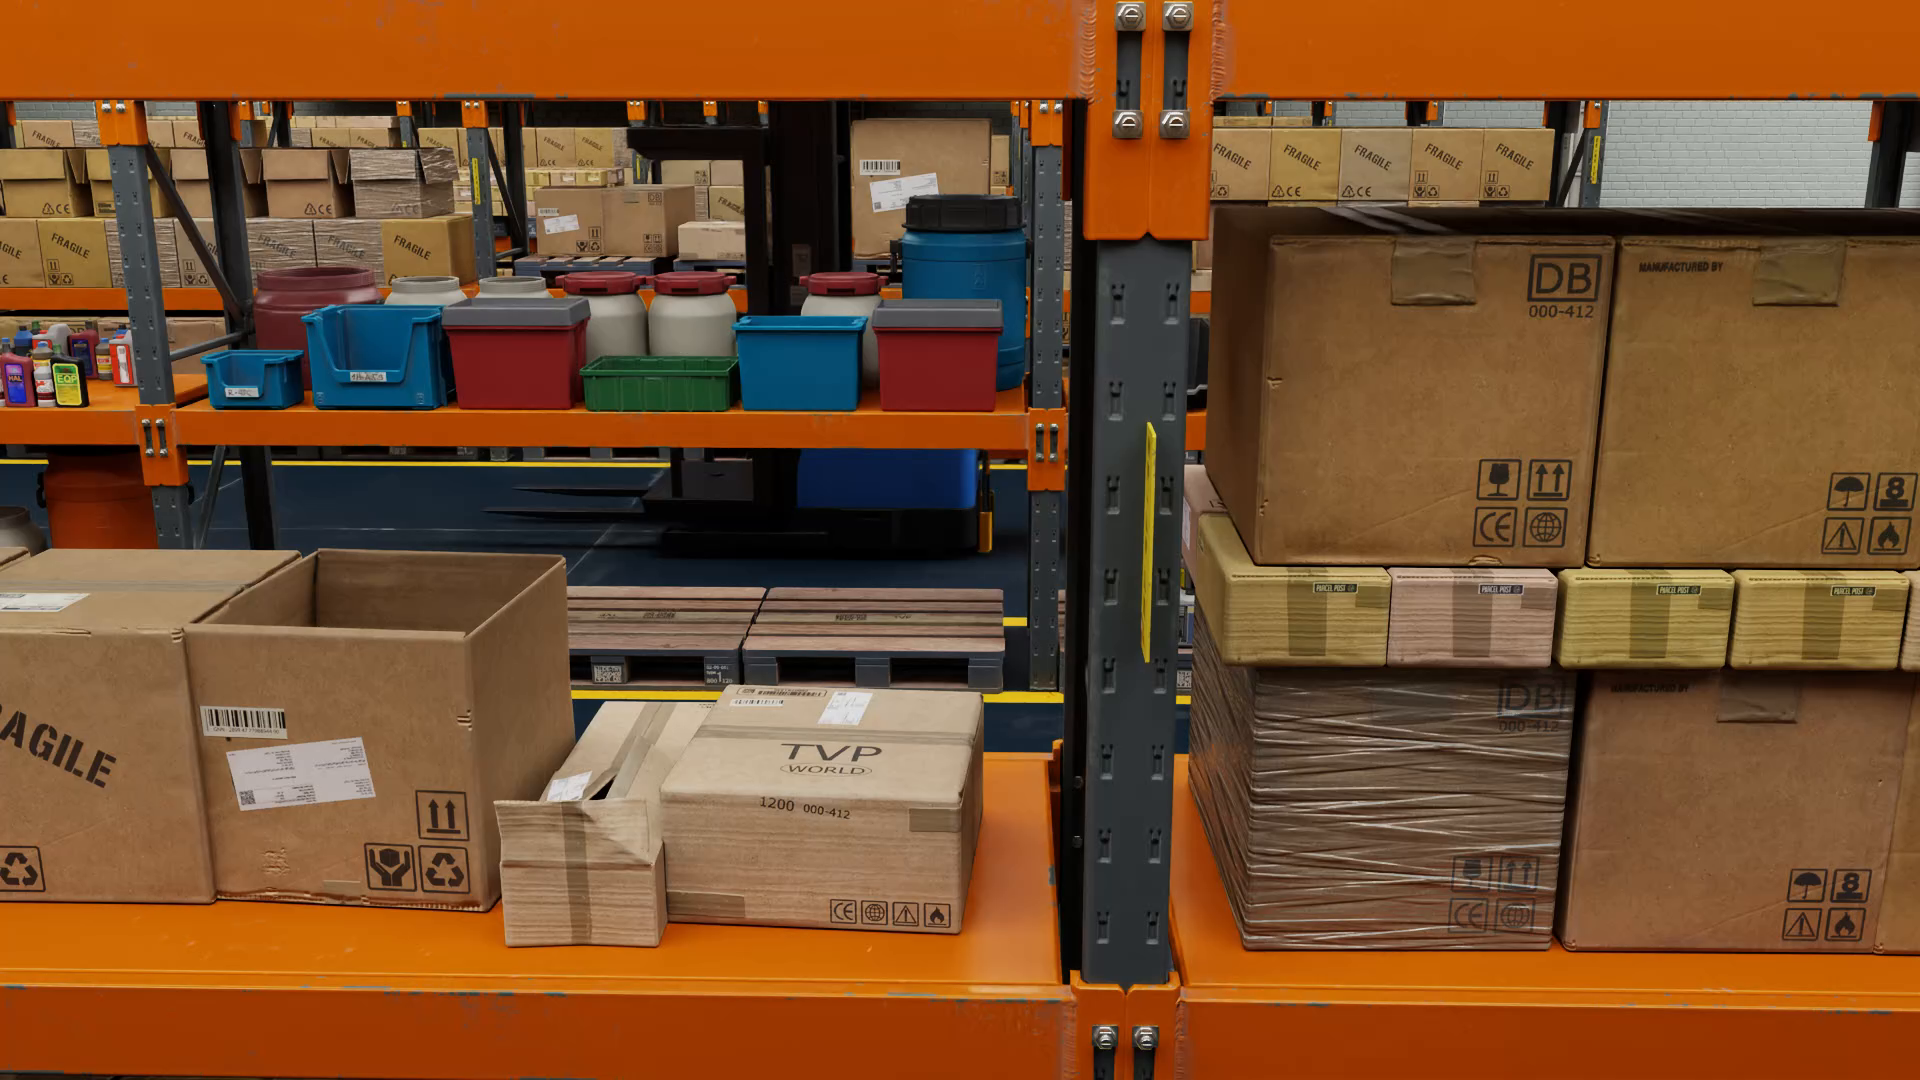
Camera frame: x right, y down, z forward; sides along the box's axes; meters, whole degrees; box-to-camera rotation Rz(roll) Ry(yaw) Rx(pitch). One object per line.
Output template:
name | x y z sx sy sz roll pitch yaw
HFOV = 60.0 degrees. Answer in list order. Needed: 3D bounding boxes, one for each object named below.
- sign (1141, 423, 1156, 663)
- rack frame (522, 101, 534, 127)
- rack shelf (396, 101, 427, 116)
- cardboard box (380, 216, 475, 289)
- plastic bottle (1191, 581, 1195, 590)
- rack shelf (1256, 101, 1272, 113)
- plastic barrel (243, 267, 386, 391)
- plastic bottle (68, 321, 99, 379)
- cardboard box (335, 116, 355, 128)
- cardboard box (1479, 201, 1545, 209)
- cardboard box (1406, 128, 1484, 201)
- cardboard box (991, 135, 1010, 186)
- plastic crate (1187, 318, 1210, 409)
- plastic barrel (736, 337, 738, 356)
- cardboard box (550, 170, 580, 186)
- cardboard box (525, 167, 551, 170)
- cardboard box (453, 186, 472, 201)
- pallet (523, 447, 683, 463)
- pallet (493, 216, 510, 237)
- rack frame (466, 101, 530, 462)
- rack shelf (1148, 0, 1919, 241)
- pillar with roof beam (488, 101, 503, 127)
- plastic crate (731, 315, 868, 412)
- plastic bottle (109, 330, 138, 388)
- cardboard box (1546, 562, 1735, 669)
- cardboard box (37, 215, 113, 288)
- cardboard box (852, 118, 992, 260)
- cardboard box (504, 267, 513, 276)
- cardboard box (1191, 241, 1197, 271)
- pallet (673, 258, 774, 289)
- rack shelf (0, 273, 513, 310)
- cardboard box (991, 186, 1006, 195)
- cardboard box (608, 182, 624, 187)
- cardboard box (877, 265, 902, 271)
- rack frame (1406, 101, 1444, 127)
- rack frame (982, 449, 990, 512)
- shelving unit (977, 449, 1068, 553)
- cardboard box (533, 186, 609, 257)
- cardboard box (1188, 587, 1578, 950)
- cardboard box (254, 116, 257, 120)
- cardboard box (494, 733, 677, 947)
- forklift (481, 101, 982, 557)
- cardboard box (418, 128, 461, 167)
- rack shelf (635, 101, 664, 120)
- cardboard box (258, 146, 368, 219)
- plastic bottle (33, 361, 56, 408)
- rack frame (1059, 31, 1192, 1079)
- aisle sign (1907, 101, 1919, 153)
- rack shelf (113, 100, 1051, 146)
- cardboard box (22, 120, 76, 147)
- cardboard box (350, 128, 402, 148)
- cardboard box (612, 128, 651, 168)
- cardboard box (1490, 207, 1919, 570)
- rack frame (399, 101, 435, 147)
sign | 0.264 0.003 2.332 0.005 0.325 0.100 0 15 1
rack frame | -7.097 -5.985 27.145 0.127 3.000 1.000 0 15 1
rack shelf | -9.219 -5.835 22.105 4.000 0.370 1.077 0 15 1
cardboard box | -3.974 -2.154 12.429 0.500 0.500 0.500 1 15 3
plastic bottle | 1.241 0.123 8.322 0.185 0.351 0.144 0 15 -1
rack shelf | 2.900 -7.022 26.607 4.000 0.370 1.077 0 15 1
plastic barrel | -3.129 -1.043 8.145 0.708 0.536 0.600 0 15 1
plastic bottle | -4.352 -0.945 8.272 0.133 0.283 0.061 0 15 1
cardboard box | -8.046 -5.519 21.951 0.250 0.149 0.380 0 15 1
cardboard box | 3.974 -2.316 12.461 0.500 0.500 0.875 0 15 1
cardboard box | 3.467 -2.732 12.075 0.500 0.500 0.500 0 15 1
cardboard box | 0.256 -3.937 17.228 0.500 0.500 0.700 0 15 0
plastic crate | 0.918 -0.811 7.655 0.504 0.338 0.767 0 15 1
plastic barrel | -0.921 -0.857 7.981 0.301 0.262 0.301 0 15 0
cardboard box | -3.999 -3.688 16.941 0.250 0.149 0.380 0 15 1
cardboard box | -4.482 -3.857 17.583 0.250 0.149 0.380 0 15 -1
cardboard box | -5.042 -3.550 17.003 0.250 0.149 0.380 1 15 3
pallet | -2.693 -0.812 13.004 1.213 0.211 1.003 0 15 1
pallet | -5.226 -3.340 17.494 1.213 0.211 1.003 0 15 1
rack frame | -3.474 -2.166 12.669 0.127 3.000 1.000 0 15 1
rack shelf | 2.267 -0.703 2.655 4.000 0.370 1.077 0 15 1
pillar with roof beam | -7.880 -8.022 23.107 0.400 9.000 9.100 0 15 1
plastic crate | -0.713 -0.797 7.511 0.575 0.384 0.392 0 15 1
plastic bottle | -4.029 -0.889 8.073 0.135 0.276 0.152 0 15 1
cardboard box | 1.040 0.079 2.695 0.250 0.149 0.380 0 15 0
cardboard box | -6.517 -2.170 12.490 0.500 0.500 0.500 0 15 2
cardboard box | -0.266 -2.674 12.595 1.000 1.000 1.000 0 15 2
cardboard box | -4.442 -2.725 17.396 0.500 0.250 0.500 1 15 2
cardboard box | 1.472 -2.301 12.402 0.500 0.500 0.875 0 15 1
pallet | -1.494 -2.071 12.684 1.213 0.211 1.003 0 15 1
rack shelf | -5.474 -1.831 12.810 4.000 0.370 1.077 0 15 1
cardboard box | 0.224 -3.388 17.104 0.500 0.500 0.500 0 15 1
cardboard box | -3.724 -3.710 17.607 0.250 0.149 0.380 1 15 4
cardboard box | -0.835 -2.508 17.551 0.750 0.750 1.050 0 15 1
rack frame | 4.751 -3.378 17.263 0.127 3.000 1.000 0 15 1
rack frame | 0.159 -0.723 10.139 0.032 1.500 0.500 1 15 3
shelving unit | 0.658 -0.717 10.117 1.083 1.500 0.587 1 15 3
cardboard box | -2.933 -2.424 12.628 0.500 0.500 0.500 -1 15 -5
cardboard box | 0.711 0.340 2.977 0.500 0.500 0.700 0 15 0
cardboard box | -9.321 -5.497 21.867 0.250 0.149 0.380 0 15 0
cardboard box | -0.616 0.493 2.856 0.258 0.266 0.396 0 15 0
forklift | -1.394 -1.447 10.079 3.031 2.935 1.130 1 15 3
cardboard box | -6.787 -5.175 21.918 0.500 0.500 0.500 1 15 2
rack shelf | -1.247 -4.520 17.120 4.000 0.370 1.077 0 15 1
cardboard box | -4.856 -2.713 12.581 0.637 0.503 0.797 1 15 3
plastic bottle | -4.131 -0.706 7.525 0.097 0.201 0.097 0 15 0
rack frame | 0.268 0.387 2.992 0.053 2.616 0.949 0 15 1
aisle sign | 4.476 -2.182 7.634 0.004 0.787 0.394 0 15 1
rack shelf | -1.601 -1.992 7.541 4.000 0.370 1.077 0 15 1
cardboard box | -9.268 -4.074 17.162 0.500 0.500 0.500 0 15 0
cardboard box | -7.699 -5.184 21.951 0.500 0.500 0.500 0 15 1
cardboard box | -4.258 -5.163 21.872 0.500 0.500 0.500 1 15 2
cardboard box | 1.217 -0.285 2.800 0.500 0.500 0.700 0 15 1
rack frame | -7.220 -4.719 22.347 0.127 3.000 1.000 0 15 1
